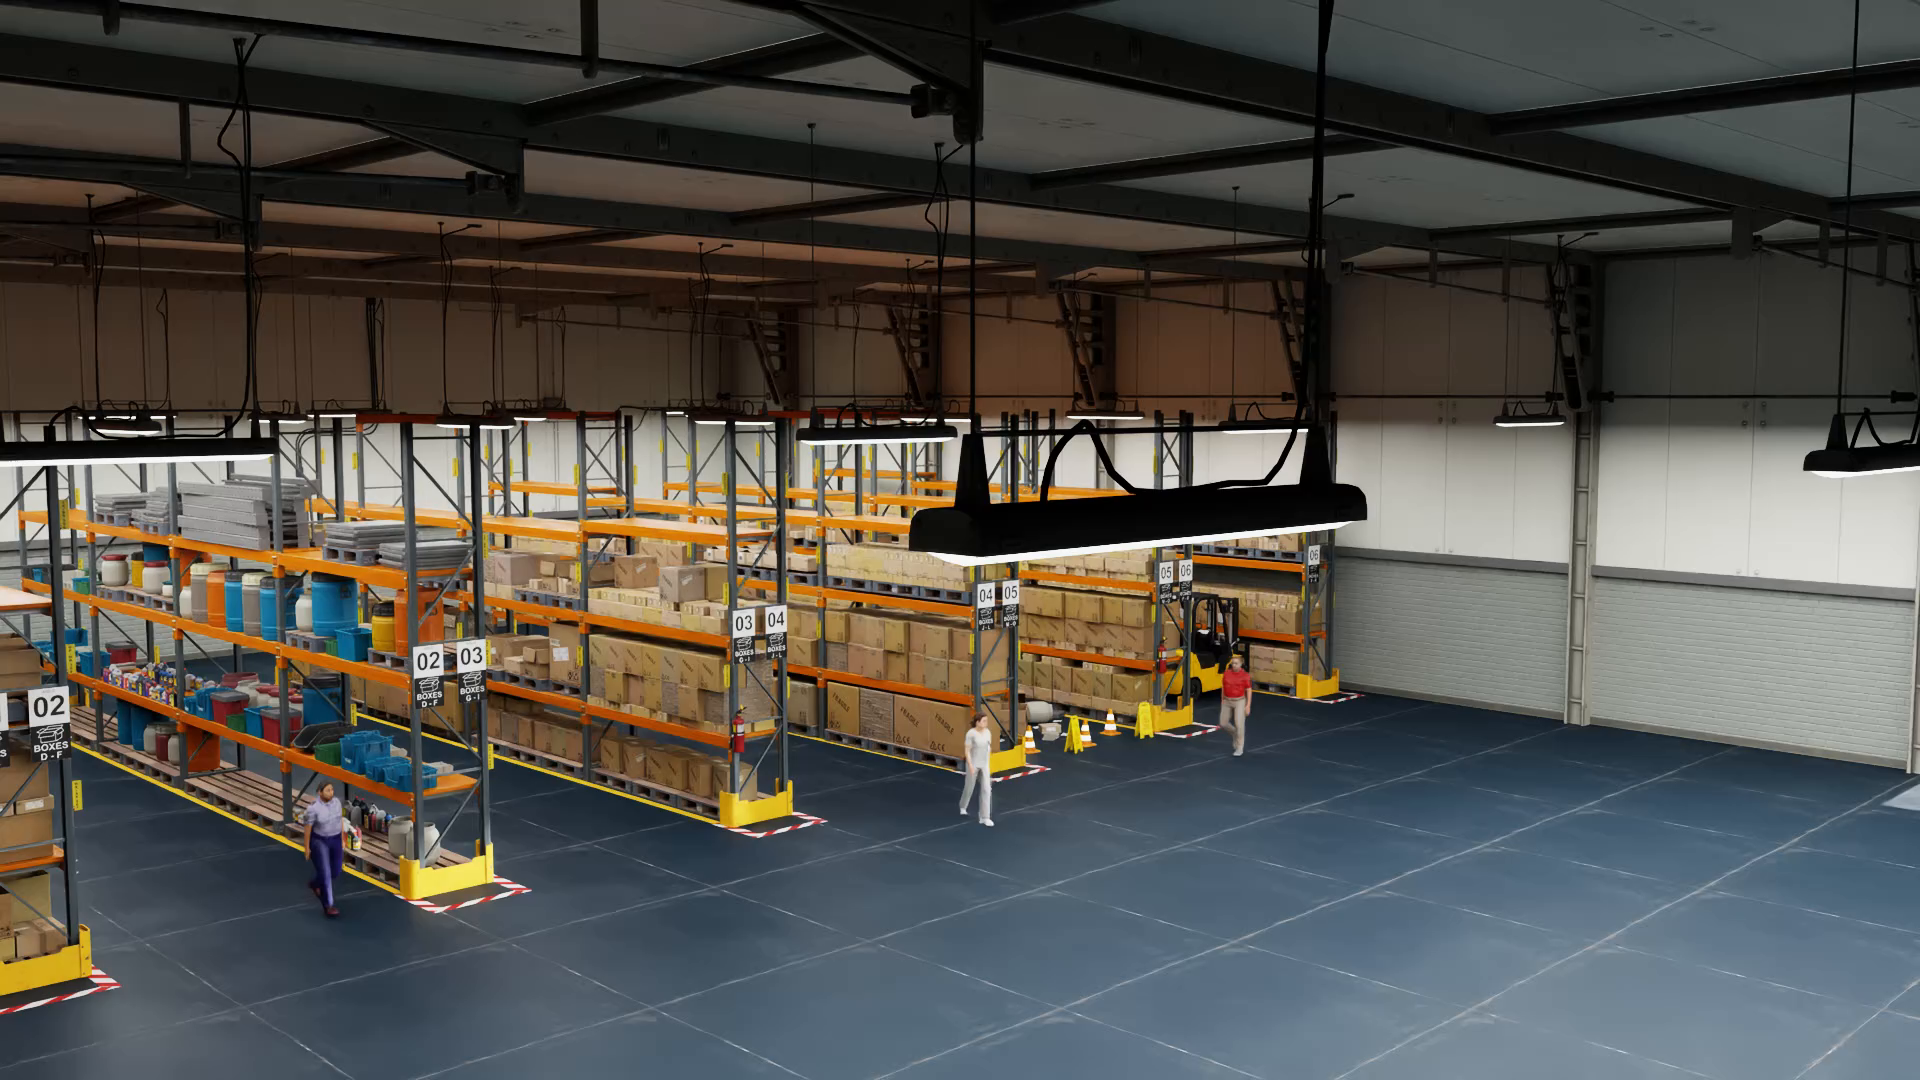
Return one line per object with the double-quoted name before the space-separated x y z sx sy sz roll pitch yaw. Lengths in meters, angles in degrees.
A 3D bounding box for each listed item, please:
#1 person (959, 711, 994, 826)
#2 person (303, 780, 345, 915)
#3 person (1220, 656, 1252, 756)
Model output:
"person" 0.283 3.366 24.748 0.517 1.638 0.890 -3 6 -32
"person" -7.838 3.743 20.504 0.898 1.611 0.517 3 6 34
"person" 4.876 2.909 29.402 0.596 1.726 0.626 3 6 32
